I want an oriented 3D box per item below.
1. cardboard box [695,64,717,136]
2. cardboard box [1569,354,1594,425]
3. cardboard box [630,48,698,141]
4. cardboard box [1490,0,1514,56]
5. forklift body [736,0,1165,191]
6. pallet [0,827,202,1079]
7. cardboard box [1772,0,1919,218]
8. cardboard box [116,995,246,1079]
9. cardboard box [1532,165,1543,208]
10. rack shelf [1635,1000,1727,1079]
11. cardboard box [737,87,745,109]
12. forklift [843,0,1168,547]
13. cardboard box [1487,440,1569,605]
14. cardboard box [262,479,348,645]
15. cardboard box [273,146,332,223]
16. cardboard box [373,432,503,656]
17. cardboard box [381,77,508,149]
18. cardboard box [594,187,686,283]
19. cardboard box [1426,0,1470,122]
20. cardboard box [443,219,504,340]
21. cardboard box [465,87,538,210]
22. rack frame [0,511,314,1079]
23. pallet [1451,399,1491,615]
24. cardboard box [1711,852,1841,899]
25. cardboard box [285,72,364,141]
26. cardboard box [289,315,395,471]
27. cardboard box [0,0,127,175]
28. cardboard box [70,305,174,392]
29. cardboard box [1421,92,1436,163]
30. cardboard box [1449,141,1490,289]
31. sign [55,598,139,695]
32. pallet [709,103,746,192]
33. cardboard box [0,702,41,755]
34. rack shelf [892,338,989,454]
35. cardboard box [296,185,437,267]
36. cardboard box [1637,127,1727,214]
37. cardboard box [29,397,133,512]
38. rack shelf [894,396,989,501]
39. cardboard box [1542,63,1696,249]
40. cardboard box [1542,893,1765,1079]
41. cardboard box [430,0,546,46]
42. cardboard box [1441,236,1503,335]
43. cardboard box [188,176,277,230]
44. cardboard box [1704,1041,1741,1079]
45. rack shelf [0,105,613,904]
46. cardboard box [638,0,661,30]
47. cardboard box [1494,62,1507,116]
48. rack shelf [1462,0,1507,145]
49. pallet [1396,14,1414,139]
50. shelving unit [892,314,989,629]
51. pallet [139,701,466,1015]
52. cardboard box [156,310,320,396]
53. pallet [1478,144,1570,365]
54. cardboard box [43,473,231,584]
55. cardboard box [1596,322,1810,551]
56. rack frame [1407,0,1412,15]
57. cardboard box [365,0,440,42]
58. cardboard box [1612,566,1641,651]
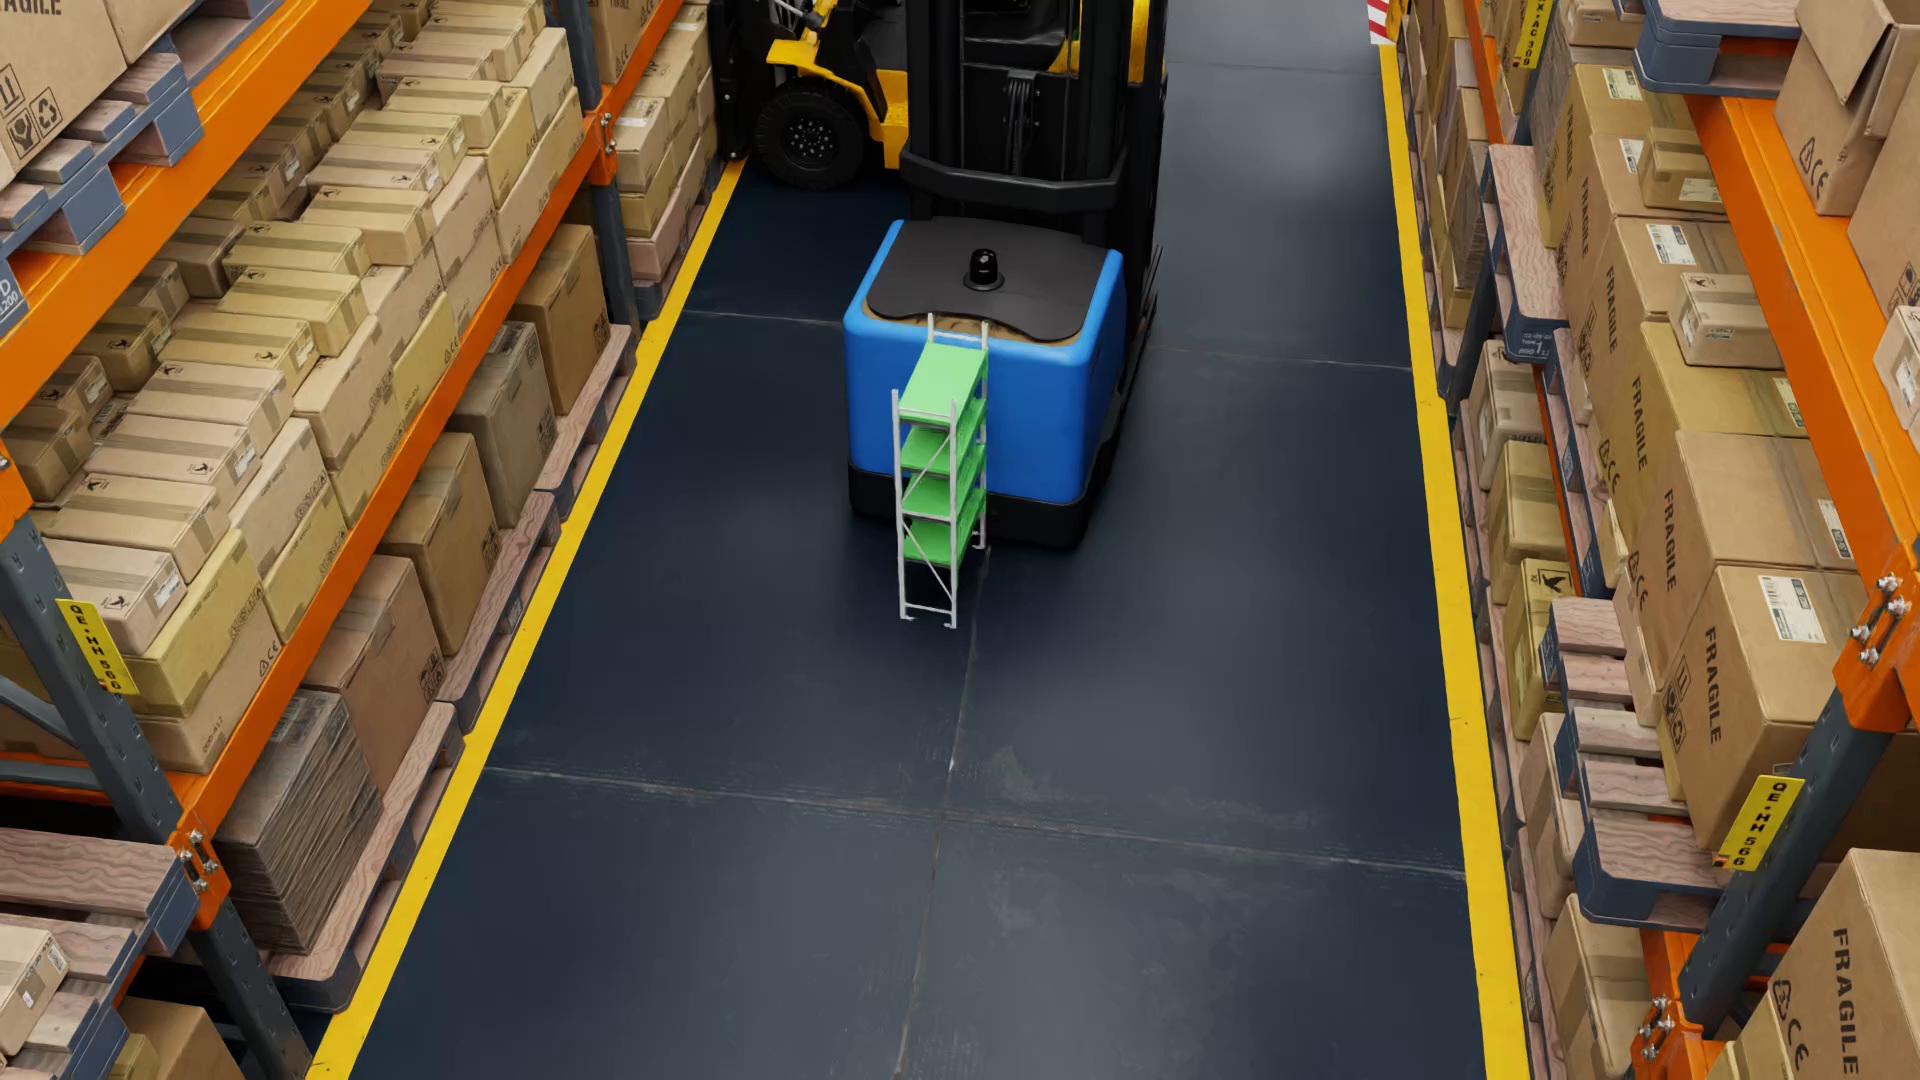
[{"bbox_3d":[-1.589,-2.438,8.996,0.500,0.250,0.500,5,44,5],"label":"cardboard box"},{"bbox_3d":[2.233,-0.495,5.490,0.380,0.149,0.250,7,44,7],"label":"cardboard box"},{"bbox_3d":[-1.648,-2.282,8.467,0.500,0.250,0.500,5,44,6],"label":"cardboard box"},{"bbox_3d":[2.693,-2.488,7.429,0.500,0.500,0.500,7,44,7],"label":"cardboard box"},{"bbox_3d":[-0.015,-3.076,8.956,2.313,2.155,1.214,5,44,6],"label":"forklift body"},{"bbox_3d":[-2.650,1.148,4.017,1.213,0.211,1.003,5,44,6],"label":"pallet"},{"bbox_3d":[2.464,-1.110,4.006,0.797,0.503,0.637,5,44,6],"label":"cardboard box"},{"bbox_3d":[-2.473,1.673,4.836,0.500,0.500,0.500,6,44,7],"label":"cardboard box"},{"bbox_3d":[2.433,-1.380,6.426,0.380,0.149,0.250,6,44,6],"label":"cardboard box"},{"bbox_3d":[2.026,2.683,2.780,1.077,0.370,4.000,5,44,6],"label":"rack shelf"},{"bbox_3d":[-1.518,-2.613,9.544,0.500,0.250,0.500,7,44,7],"label":"cardboard box"},{"bbox_3d":[0.372,-2.065,7.322,1.130,2.935,3.031,10,44,10],"label":"forklift"},{"bbox_3d":[2.661,-0.018,6.715,0.950,0.372,0.625,8,44,8],"label":"cardboard box"},{"bbox_3d":[-2.258,0.042,5.155,0.500,0.250,0.500,4,44,5],"label":"cardboard box"},{"bbox_3d":[-2.578,-1.230,6.135,0.500,0.250,0.500,4,44,5],"label":"cardboard box"},{"bbox_3d":[-2.366,-0.009,6.521,0.875,0.625,0.625,4,44,4],"label":"cardboard box"},{"bbox_3d":[-1.930,-1.604,6.240,0.380,0.149,0.250,4,44,4],"label":"cardboard box"},{"bbox_3d":[-1.709,-1.569,8.442,0.500,0.250,0.500,6,44,6],"label":"cardboard box"},{"bbox_3d":[2.826,-2.581,8.965,0.500,0.500,0.500,6,44,6],"label":"cardboard box"},{"bbox_3d":[-2.065,-1.015,6.272,0.500,0.250,0.500,5,44,6],"label":"cardboard box"},{"bbox_3d":[-1.973,-1.534,6.456,0.500,0.250,0.500,4,44,4],"label":"cardboard box"},{"bbox_3d":[-2.630,0.610,4.446,1.000,3.000,0.127,5,44,6],"label":"rack frame"},{"bbox_3d":[2.718,-0.124,7.249,1.003,0.211,1.213,5,44,6],"label":"pallet"},{"bbox_3d":[2.101,0.753,4.173,0.380,0.149,0.250,7,44,7],"label":"cardboard box"},{"bbox_3d":[-2.495,-1.643,6.282,0.380,0.149,0.250,5,44,5],"label":"cardboard box"},{"bbox_3d":[-2.175,-0.493,5.357,0.500,0.250,0.500,4,44,4],"label":"cardboard box"},{"bbox_3d":[-2.293,-1.176,3.700,0.500,0.500,0.500,6,44,6],"label":"cardboard box"},{"bbox_3d":[-2.694,-0.606,5.186,0.380,0.149,0.250,5,44,5],"label":"cardboard box"},{"bbox_3d":[2.833,-2.302,9.217,0.500,0.250,0.500,8,44,8],"label":"cardboard box"},{"bbox_3d":[2.632,-1.521,7.846,0.500,0.500,0.500,5,44,5],"label":"cardboard box"},{"bbox_3d":[-2.091,0.261,4.030,0.100,0.325,0.005,5,44,6],"label":"sign"},{"bbox_3d":[-1.796,-2.475,9.733,1.003,0.211,1.213,5,44,6],"label":"pallet"},{"bbox_3d":[-2.824,0.335,4.846,0.500,0.250,0.500,4,44,5],"label":"cardboard box"},{"bbox_3d":[-0.070,-0.558,6.383,0.258,0.148,0.480,10,44,10],"label":"rack shelf"},{"bbox_3d":[-2.024,-1.073,5.680,0.380,0.149,0.250,4,44,4],"label":"cardboard box"},{"bbox_3d":[2.365,-1.161,5.251,0.380,0.149,0.250,8,44,8],"label":"cardboard box"},{"bbox_3d":[-2.780,-0.197,5.044,0.500,0.250,0.500,6,44,6],"label":"cardboard box"},{"bbox_3d":[-0.070,-0.383,6.548,0.258,0.148,0.480,10,44,10],"label":"rack shelf"},{"bbox_3d":[2.408,-1.329,5.900,0.500,0.500,0.500,5,44,6],"label":"cardboard box"},{"bbox_3d":[2.375,1.476,5.137,0.950,0.372,0.625,3,43,3],"label":"cardboard box"},{"bbox_3d":[-1.926,-2.135,6.801,0.380,0.149,0.250,7,44,7],"label":"cardboard box"},{"bbox_3d":[2.631,-1.249,8.104,0.500,0.250,0.500,7,44,7],"label":"cardboard box"},{"bbox_3d":[-2.608,-1.133,5.742,0.380,0.149,0.250,6,44,6],"label":"cardboard box"},{"bbox_3d":[1.977,1.424,3.696,0.500,0.250,0.500,5,44,5],"label":"cardboard box"},{"bbox_3d":[-2.365,-0.492,6.133,1.077,0.370,4.000,5,44,6],"label":"rack shelf"},{"bbox_3d":[-1.731,-2.787,7.962,0.500,0.500,0.500,6,44,6],"label":"cardboard box"},{"bbox_3d":[2.586,-1.993,7.378,0.380,0.149,0.250,6,44,6],"label":"cardboard box"},{"bbox_3d":[3.084,-2.769,8.538,1.077,0.370,4.000,5,44,6],"label":"rack shelf"},{"bbox_3d":[3.196,-2.778,10.053,1.003,0.211,1.213,5,44,6],"label":"pallet"},{"bbox_3d":[-0.070,-0.255,6.669,0.258,1.200,0.503,10,44,10],"label":"shelving unit"},{"bbox_3d":[-2.482,1.065,5.994,1.003,0.211,1.213,5,44,6],"label":"pallet"},{"bbox_3d":[-2.228,-0.565,5.143,0.380,0.149,0.250,6,44,6],"label":"cardboard box"},{"bbox_3d":[2.574,-1.090,6.381,1.003,0.211,1.213,5,44,6],"label":"pallet"},{"bbox_3d":[-2.262,-0.034,4.582,0.380,0.149,0.250,6,44,6],"label":"cardboard box"},{"bbox_3d":[2.198,-0.270,4.782,0.500,0.500,0.500,3,43,3],"label":"cardboard box"},{"bbox_3d":[3.348,-4.393,9.730,1.000,3.000,0.127,5,44,6],"label":"rack frame"},{"bbox_3d":[-2.360,-2.168,6.835,0.380,0.149,0.250,4,44,5],"label":"cardboard box"},{"bbox_3d":[2.095,0.217,4.739,0.380,0.149,0.250,3,44,4],"label":"cardboard box"}]
